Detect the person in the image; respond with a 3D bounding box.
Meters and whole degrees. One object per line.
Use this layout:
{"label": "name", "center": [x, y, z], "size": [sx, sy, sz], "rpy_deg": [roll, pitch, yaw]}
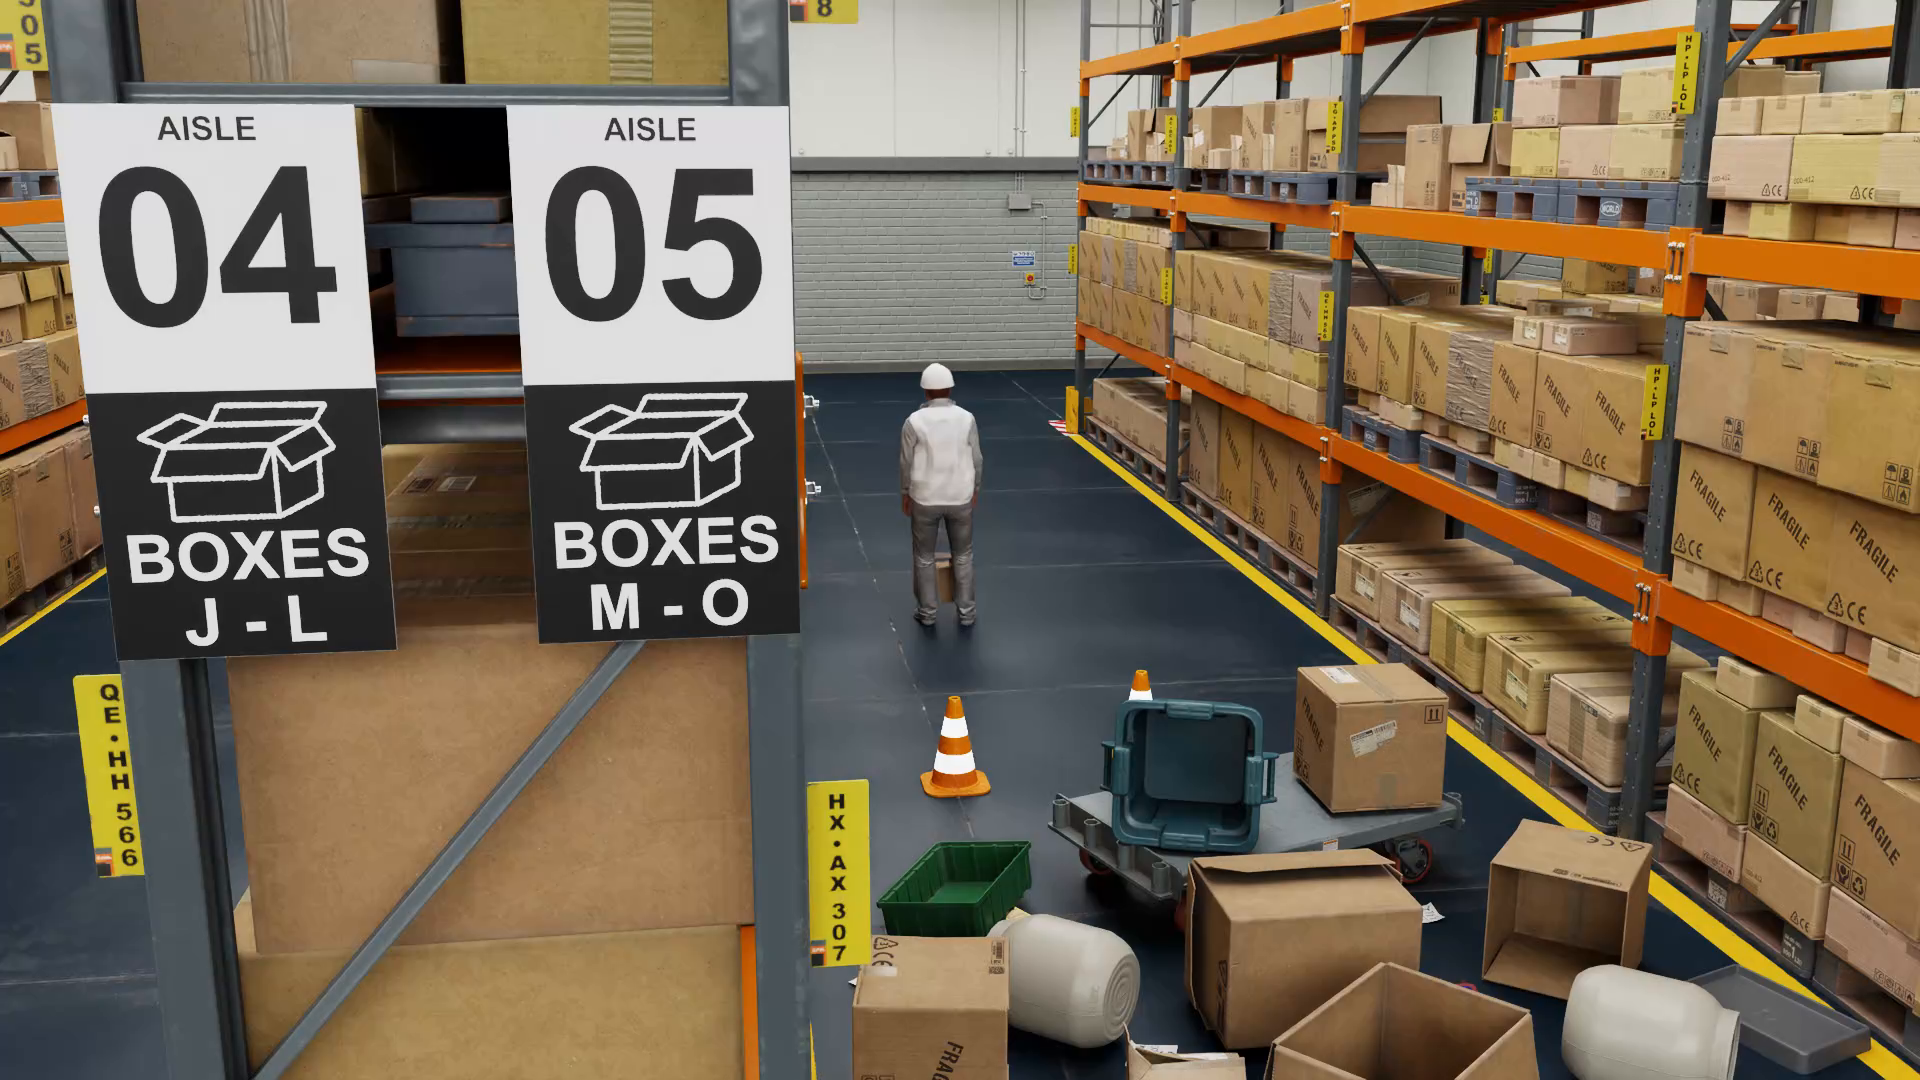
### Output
{"label": "person", "center": [-0.124, -0.298, 11.207], "size": [0.551, 1.773, 0.473], "rpy_deg": [-2, 13, -10]}
